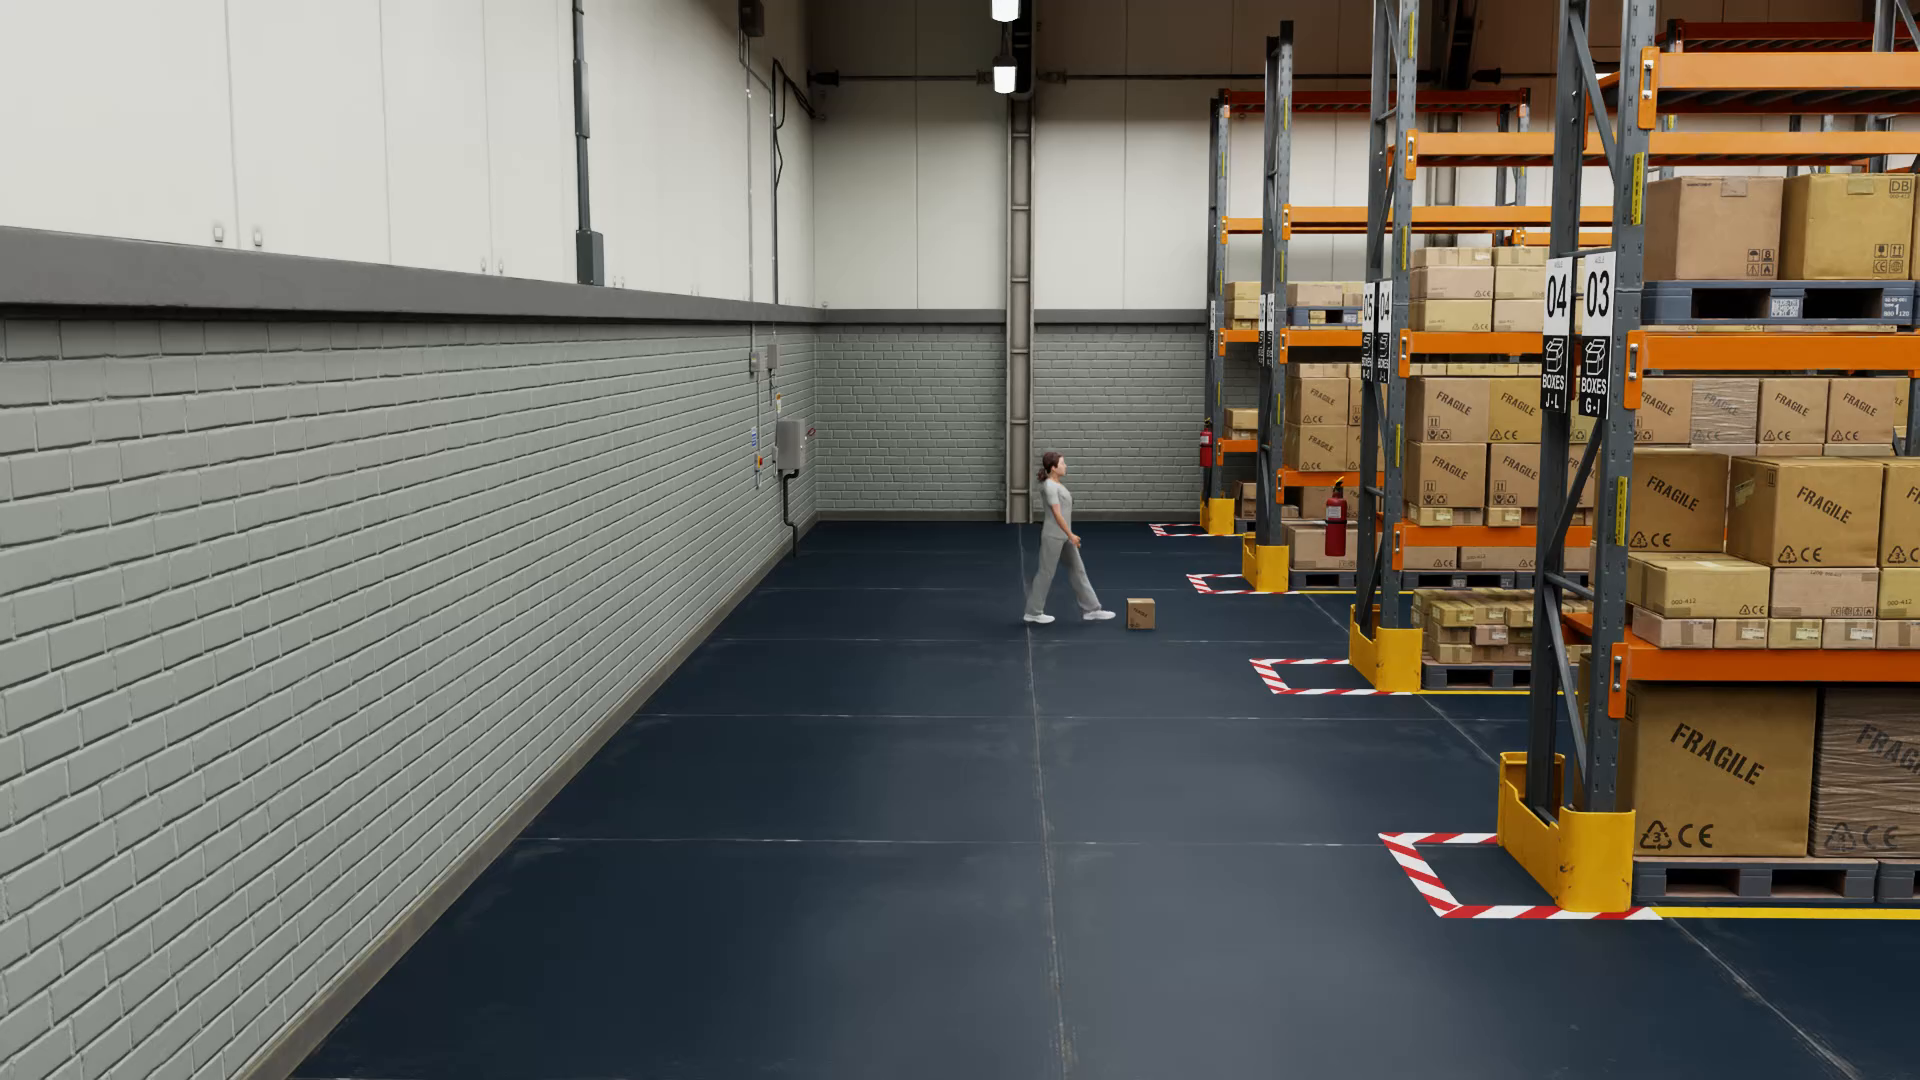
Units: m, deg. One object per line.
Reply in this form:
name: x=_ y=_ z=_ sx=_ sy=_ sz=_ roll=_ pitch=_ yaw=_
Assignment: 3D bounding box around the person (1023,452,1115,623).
person: x=1.032 y=-0.021 z=15.825 sx=0.854 sy=1.637 sz=0.451 roll=2 pitch=8 yaw=17
